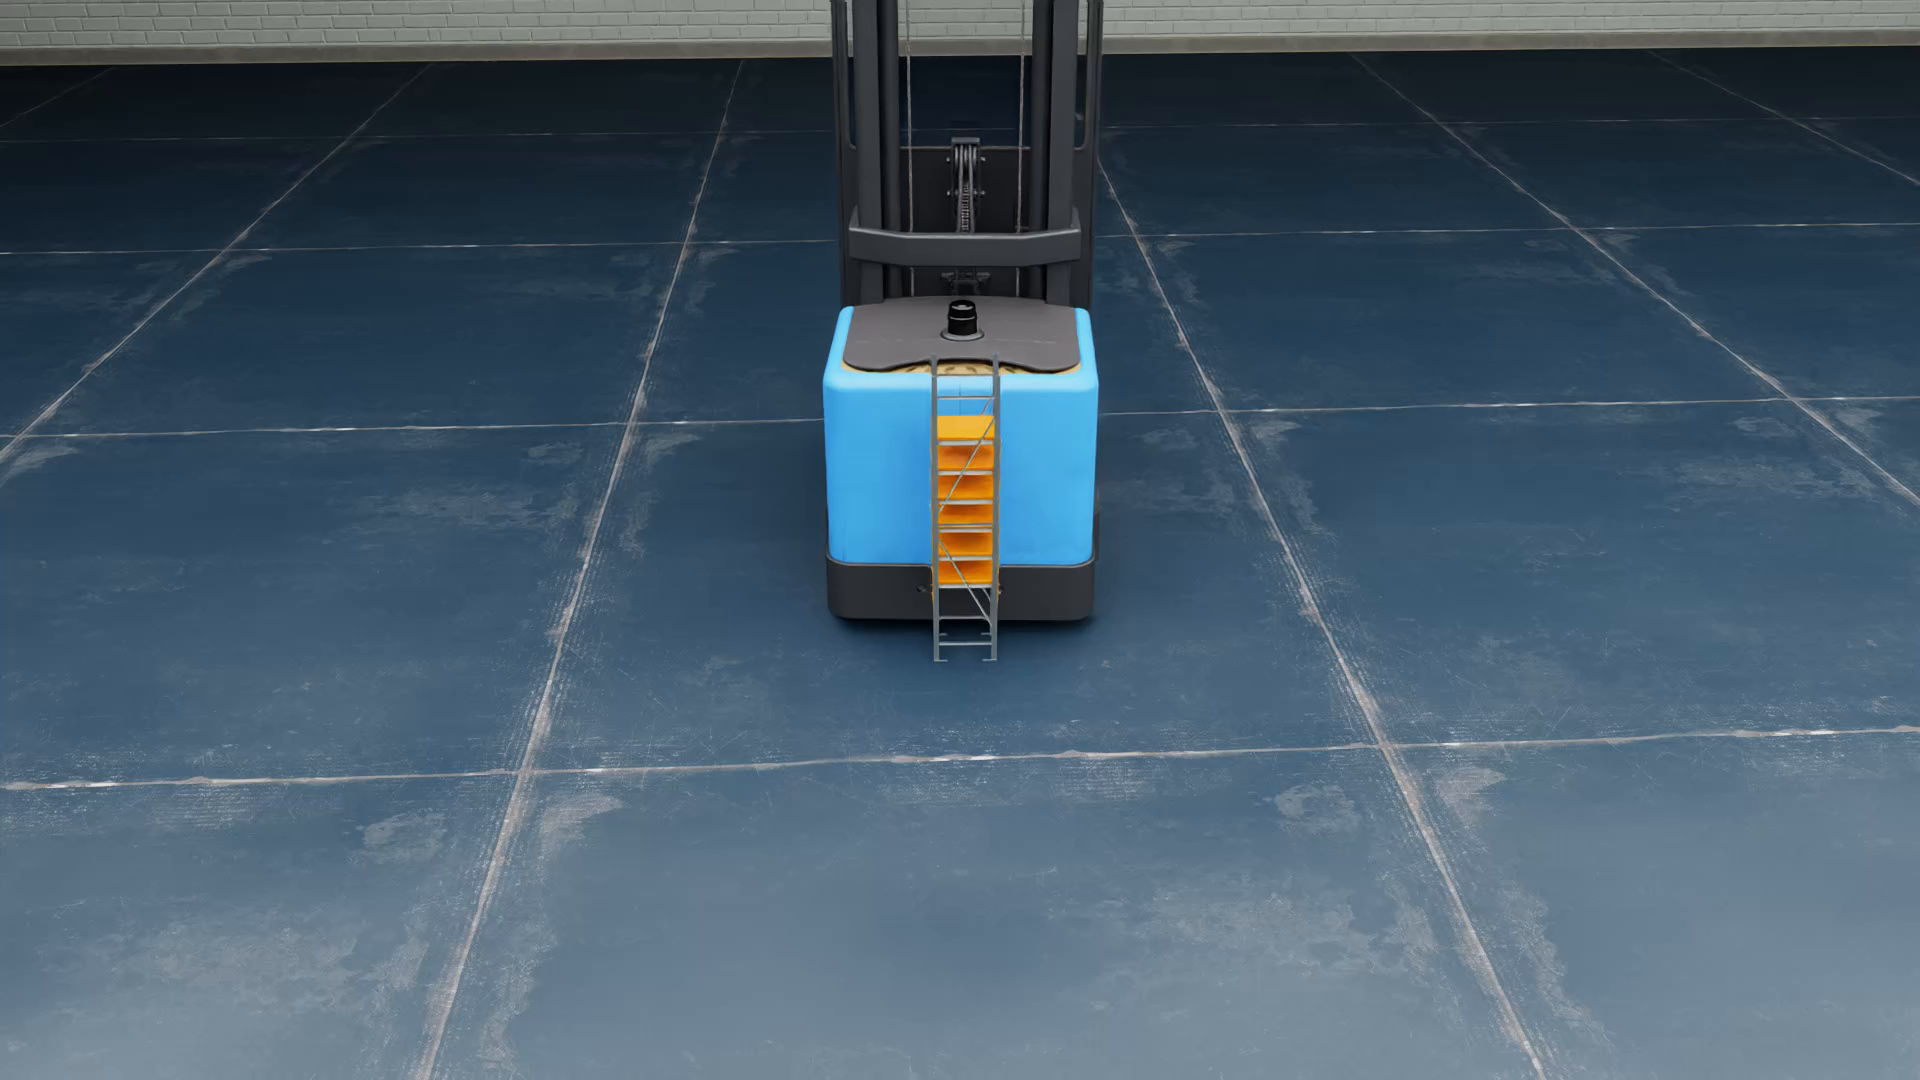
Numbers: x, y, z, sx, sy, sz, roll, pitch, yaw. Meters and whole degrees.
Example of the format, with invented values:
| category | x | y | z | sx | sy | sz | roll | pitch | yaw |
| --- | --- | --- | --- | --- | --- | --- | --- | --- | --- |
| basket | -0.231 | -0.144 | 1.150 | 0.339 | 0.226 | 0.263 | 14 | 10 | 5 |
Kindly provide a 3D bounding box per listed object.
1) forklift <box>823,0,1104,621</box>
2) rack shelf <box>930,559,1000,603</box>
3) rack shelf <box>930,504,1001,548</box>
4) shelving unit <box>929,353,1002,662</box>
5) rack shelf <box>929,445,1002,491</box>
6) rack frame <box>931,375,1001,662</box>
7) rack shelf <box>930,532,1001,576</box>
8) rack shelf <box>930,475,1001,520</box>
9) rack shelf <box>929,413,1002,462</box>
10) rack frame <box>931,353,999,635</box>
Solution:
| category | x | y | z | sx | sy | sz | roll | pitch | yaw |
| --- | --- | --- | --- | --- | --- | --- | --- | --- | --- |
| forklift | 0.034 | -1.624 | 7.194 | 1.130 | 2.935 | 3.031 | 1 | 28 | 1 |
| rack shelf | 0.018 | 0.146 | 6.276 | 0.258 | 0.103 | 0.180 | -1 | 31 | -1 |
| rack shelf | 0.019 | -0.060 | 6.154 | 0.258 | 0.103 | 0.180 | -1 | 31 | -1 |
| shelving unit | 0.019 | -0.098 | 6.131 | 0.258 | 1.200 | 0.189 | -1 | 31 | -1 |
| rack shelf | 0.019 | -0.266 | 6.031 | 0.258 | 0.103 | 0.180 | -1 | 31 | -1 |
| rack frame | 0.020 | -0.051 | 6.052 | 0.240 | 1.200 | 0.006 | -1 | 31 | -1 |
| rack shelf | 0.018 | 0.043 | 6.215 | 0.258 | 0.103 | 0.180 | -1 | 31 | -1 |
| rack shelf | 0.019 | -0.163 | 6.092 | 0.258 | 0.103 | 0.180 | -1 | 31 | -1 |
| rack shelf | 0.019 | -0.369 | 5.970 | 0.258 | 0.103 | 0.180 | -1 | 31 | -1 |
| rack frame | 0.017 | -0.145 | 6.210 | 0.240 | 1.200 | 0.006 | -1 | 31 | -1 |
